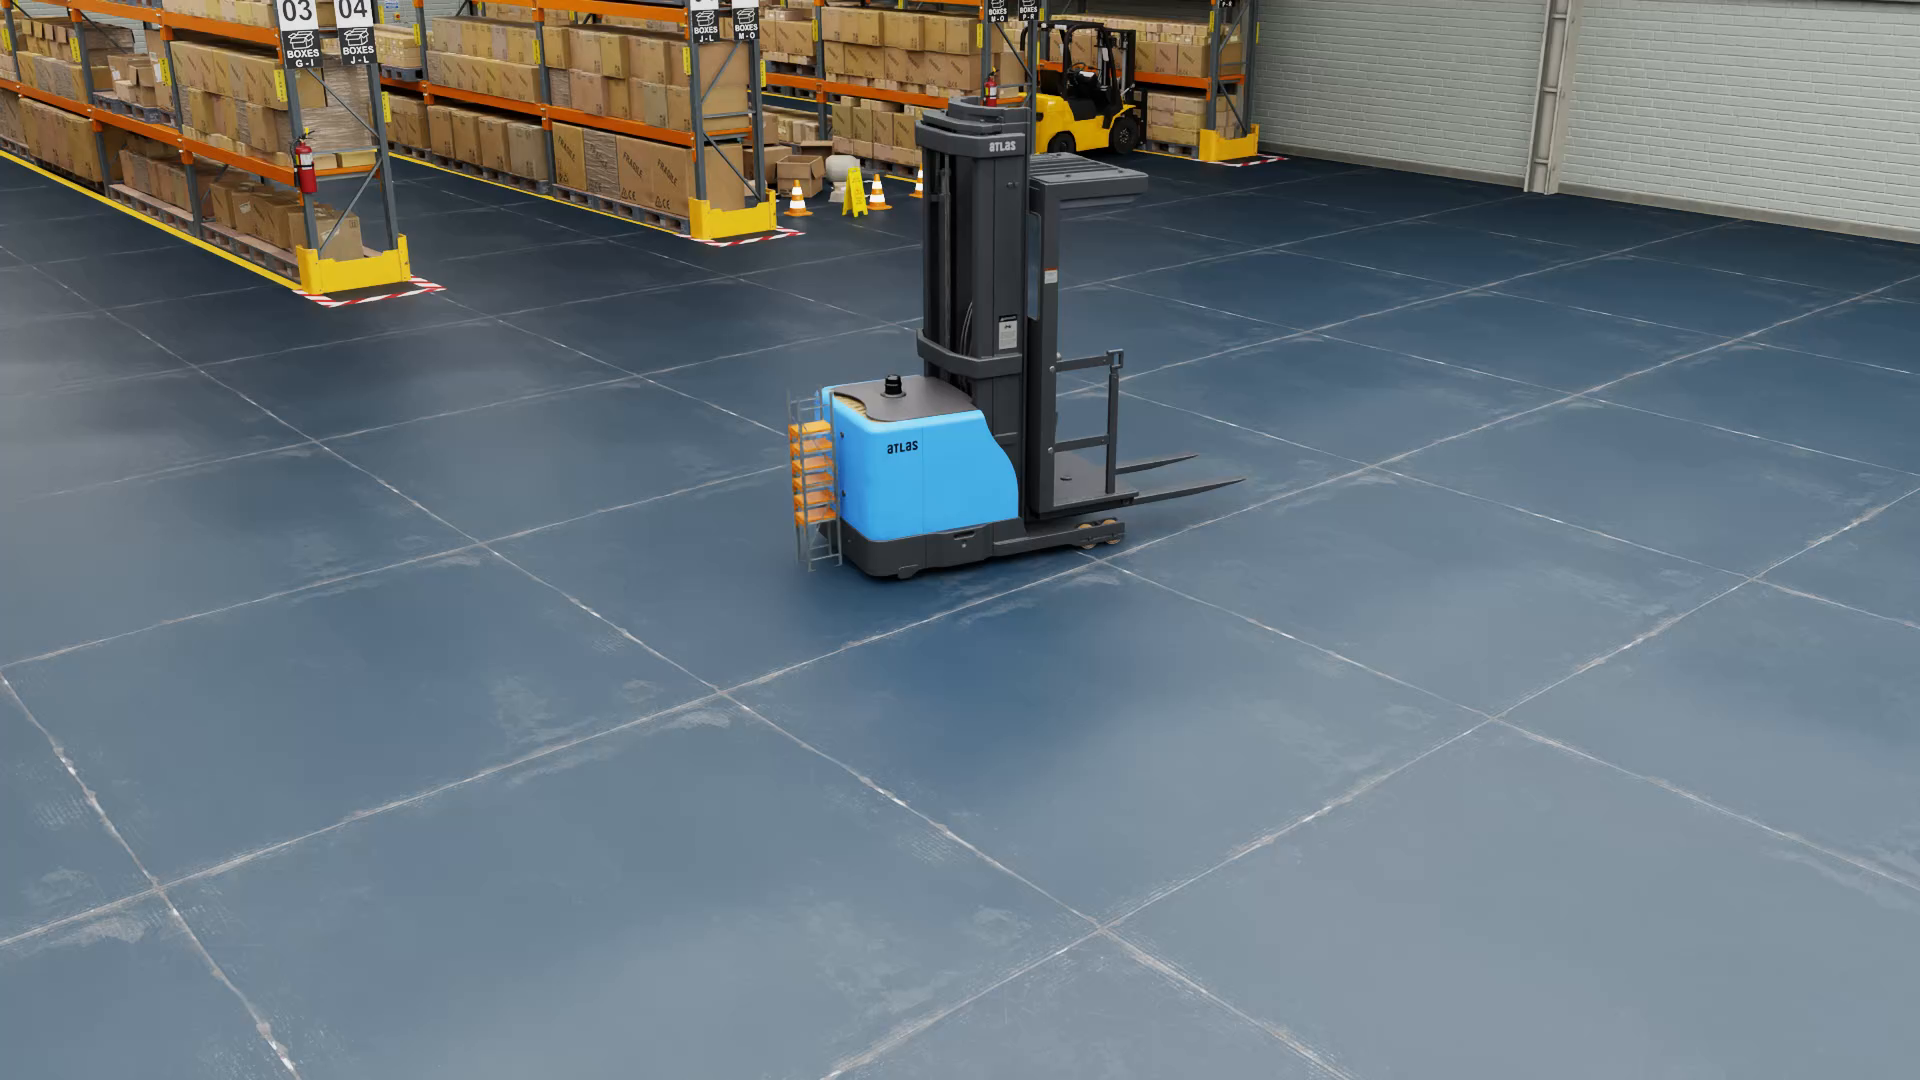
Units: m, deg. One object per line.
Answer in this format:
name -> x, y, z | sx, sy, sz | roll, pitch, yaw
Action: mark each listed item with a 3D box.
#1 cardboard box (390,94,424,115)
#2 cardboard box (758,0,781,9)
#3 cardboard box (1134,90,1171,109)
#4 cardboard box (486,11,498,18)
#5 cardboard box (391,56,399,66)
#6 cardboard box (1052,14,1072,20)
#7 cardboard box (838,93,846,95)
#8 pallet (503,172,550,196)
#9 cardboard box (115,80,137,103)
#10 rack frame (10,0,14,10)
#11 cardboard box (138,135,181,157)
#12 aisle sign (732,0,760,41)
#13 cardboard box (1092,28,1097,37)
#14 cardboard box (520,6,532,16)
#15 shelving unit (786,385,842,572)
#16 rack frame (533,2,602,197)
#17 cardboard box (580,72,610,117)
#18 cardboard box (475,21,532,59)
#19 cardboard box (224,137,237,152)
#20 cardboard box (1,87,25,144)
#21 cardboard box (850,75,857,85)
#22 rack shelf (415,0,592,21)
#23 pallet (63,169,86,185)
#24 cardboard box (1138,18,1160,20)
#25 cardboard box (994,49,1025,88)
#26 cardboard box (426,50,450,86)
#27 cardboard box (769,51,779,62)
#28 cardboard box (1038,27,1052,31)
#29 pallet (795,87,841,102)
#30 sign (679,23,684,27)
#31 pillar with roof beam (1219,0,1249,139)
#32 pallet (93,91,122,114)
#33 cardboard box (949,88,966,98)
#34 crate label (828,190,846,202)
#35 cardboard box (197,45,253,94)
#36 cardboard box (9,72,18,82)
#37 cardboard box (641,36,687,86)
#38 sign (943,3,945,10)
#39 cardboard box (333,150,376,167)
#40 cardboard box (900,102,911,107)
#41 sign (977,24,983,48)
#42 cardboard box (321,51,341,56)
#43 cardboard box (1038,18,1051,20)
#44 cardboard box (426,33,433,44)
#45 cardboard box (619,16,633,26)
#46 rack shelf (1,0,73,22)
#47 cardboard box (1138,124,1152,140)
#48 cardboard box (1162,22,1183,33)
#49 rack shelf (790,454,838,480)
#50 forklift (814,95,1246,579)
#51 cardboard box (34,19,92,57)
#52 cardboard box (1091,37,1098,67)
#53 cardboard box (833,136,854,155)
cardboard box -> -9.173, -7.279, 27.778 | 0.500, 0.250, 0.500 | -17, 27, -37
cardboard box -> -4.129, -12.021, 36.832 | 0.500, 0.500, 0.500 | -18, 28, -39
cardboard box -> 3.263, -7.524, 28.403 | 0.500, 0.250, 0.500 | -17, 27, -37
cardboard box -> -9.632, -10.897, 35.055 | 0.500, 0.500, 0.500 | -18, 27, -38
cardboard box -> -9.021, -7.809, 27.077 | 0.380, 0.149, 0.250 | -18, 27, -38
cardboard box -> 1.846, -9.247, 29.545 | 0.380, 0.149, 0.250 | -17, 27, -36
cardboard box -> -2.202, -9.544, 34.591 | 0.500, 0.500, 0.500 | -19, 28, -39
pallet -> -6.140, -5.426, 25.048 | 1.003, 0.211, 1.213 | -17, 27, -37
cardboard box -> -11.094, -6.090, 22.548 | 0.500, 0.250, 0.500 | -18, 28, -39
rack frame -> -17.235, -8.692, 29.563 | 1.000, 3.000, 0.127 | -17, 27, -37
cardboard box -> -11.199, -5.550, 23.336 | 0.500, 0.250, 0.500 | -14, 25, -32
aisle sign -> -2.694, -6.686, 20.878 | 0.394, 0.787, 0.004 | -17, 27, -37
cardboard box -> 2.508, -8.821, 28.866 | 0.380, 0.149, 0.250 | -18, 28, -38
cardboard box -> -8.619, -10.944, 33.804 | 0.500, 0.500, 0.500 | -17, 27, -37
shelving unit -> -0.946, -0.396, 10.838 | 0.258, 1.200, 0.189 | -12, 24, -23
rack frame -> -5.579, -6.529, 24.041 | 1.000, 3.000, 0.127 | -17, 27, -37
cardboard box -> -4.689, -6.176, 22.934 | 0.875, 0.550, 0.550 | -17, 27, -37
cardboard box -> -6.903, -7.598, 25.263 | 0.700, 0.500, 0.500 | -18, 28, -38
cardboard box -> -8.501, -4.717, 19.759 | 0.380, 0.149, 0.250 | -17, 27, -37
cardboard box -> -15.582, -7.243, 28.201 | 0.875, 0.875, 0.875 | -17, 27, -37
cardboard box -> -1.531, -7.332, 26.434 | 0.380, 0.149, 0.250 | -18, 27, -38
rack shelf -> -6.884, -8.144, 25.036 | 1.077, 0.370, 4.000 | -17, 27, -37
pallet -> -13.263, -5.756, 25.890 | 1.003, 0.211, 1.213 | -17, 27, -37
cardboard box -> 3.254, -8.950, 28.788 | 0.380, 0.149, 0.250 | -16, 27, -36
cardboard box -> 0.617, -7.012, 24.730 | 0.500, 0.500, 0.500 | -18, 28, -38
cardboard box -> -8.101, -7.493, 26.364 | 0.500, 0.500, 0.500 | -17, 27, -37
cardboard box -> -2.963, -8.100, 27.820 | 0.380, 0.149, 0.250 | -17, 27, -37
cardboard box -> 1.472, -9.308, 30.110 | 0.380, 0.149, 0.250 | -16, 27, -36
pallet -> -2.799, -9.614, 35.742 | 1.003, 0.211, 1.213 | -17, 27, -37
sign -> -4.924, -9.247, 29.392 | 0.100, 0.325, 0.005 | -17, 27, -37
pillar with roof beam -> 1.441, -9.989, 24.647 | 9.100, 9.000, 0.400 | -17, 27, -37
pallet -> -11.467, -6.221, 23.517 | 1.213, 0.211, 1.003 | -17, 27, -37
cardboard box -> 0.061, -6.609, 24.591 | 0.380, 0.149, 0.250 | -18, 28, -38
crate label -> -1.721, -4.954, 23.943 | 0.298, 0.136, 0.250 | 7, 23, 18
cardboard box -> -8.648, -5.566, 19.666 | 0.500, 0.500, 0.500 | -17, 27, -37
cardboard box -> -15.071, -7.476, 26.803 | 0.380, 0.149, 0.250 | -17, 27, -37
cardboard box -> -3.610, -6.239, 21.613 | 0.875, 0.550, 0.550 | -17, 27, -37
sign -> -0.329, -10.696, 33.091 | 0.100, 0.325, 0.005 | -17, 27, -37
cardboard box -> -6.797, -4.290, 18.668 | 0.380, 0.149, 0.250 | -17, 27, -37
cardboard box -> -0.972, -6.760, 26.797 | 0.500, 0.500, 0.500 | -17, 27, -36
sign -> 0.283, -7.190, 23.708 | 0.100, 0.325, 0.005 | -17, 27, -37
cardboard box -> -7.265, -5.279, 18.932 | 0.500, 0.500, 0.500 | -17, 27, -37
cardboard box -> 1.498, -9.571, 30.780 | 0.380, 0.149, 0.250 | -18, 27, -38
cardboard box -> -8.679, -8.306, 27.531 | 0.380, 0.149, 0.250 | -18, 27, -38
cardboard box -> -6.026, -9.854, 31.021 | 0.500, 0.500, 0.500 | -18, 28, -38
rack shelf -> -13.319, -8.096, 24.915 | 1.077, 0.370, 4.000 | -17, 27, -37
cardboard box -> 3.291, -7.063, 28.598 | 0.500, 0.250, 0.500 | -17, 27, -37
cardboard box -> 3.599, -8.562, 27.797 | 0.380, 0.149, 0.250 | -17, 27, -37
rack shelf -> -0.948, -0.466, 10.810 | 0.258, 0.103, 0.180 | -12, 24, -23
forklift -> 0.564, -1.466, 11.209 | 3.031, 2.935, 1.130 | -10, 24, -24
cardboard box -> -13.762, -7.734, 25.603 | 0.797, 0.503, 0.637 | -17, 27, -37
cardboard box -> 2.639, -8.500, 28.937 | 0.500, 0.500, 0.500 | -18, 28, -38
cardboard box -> -1.714, -6.424, 26.966 | 0.500, 0.250, 0.500 | -19, 28, -40
